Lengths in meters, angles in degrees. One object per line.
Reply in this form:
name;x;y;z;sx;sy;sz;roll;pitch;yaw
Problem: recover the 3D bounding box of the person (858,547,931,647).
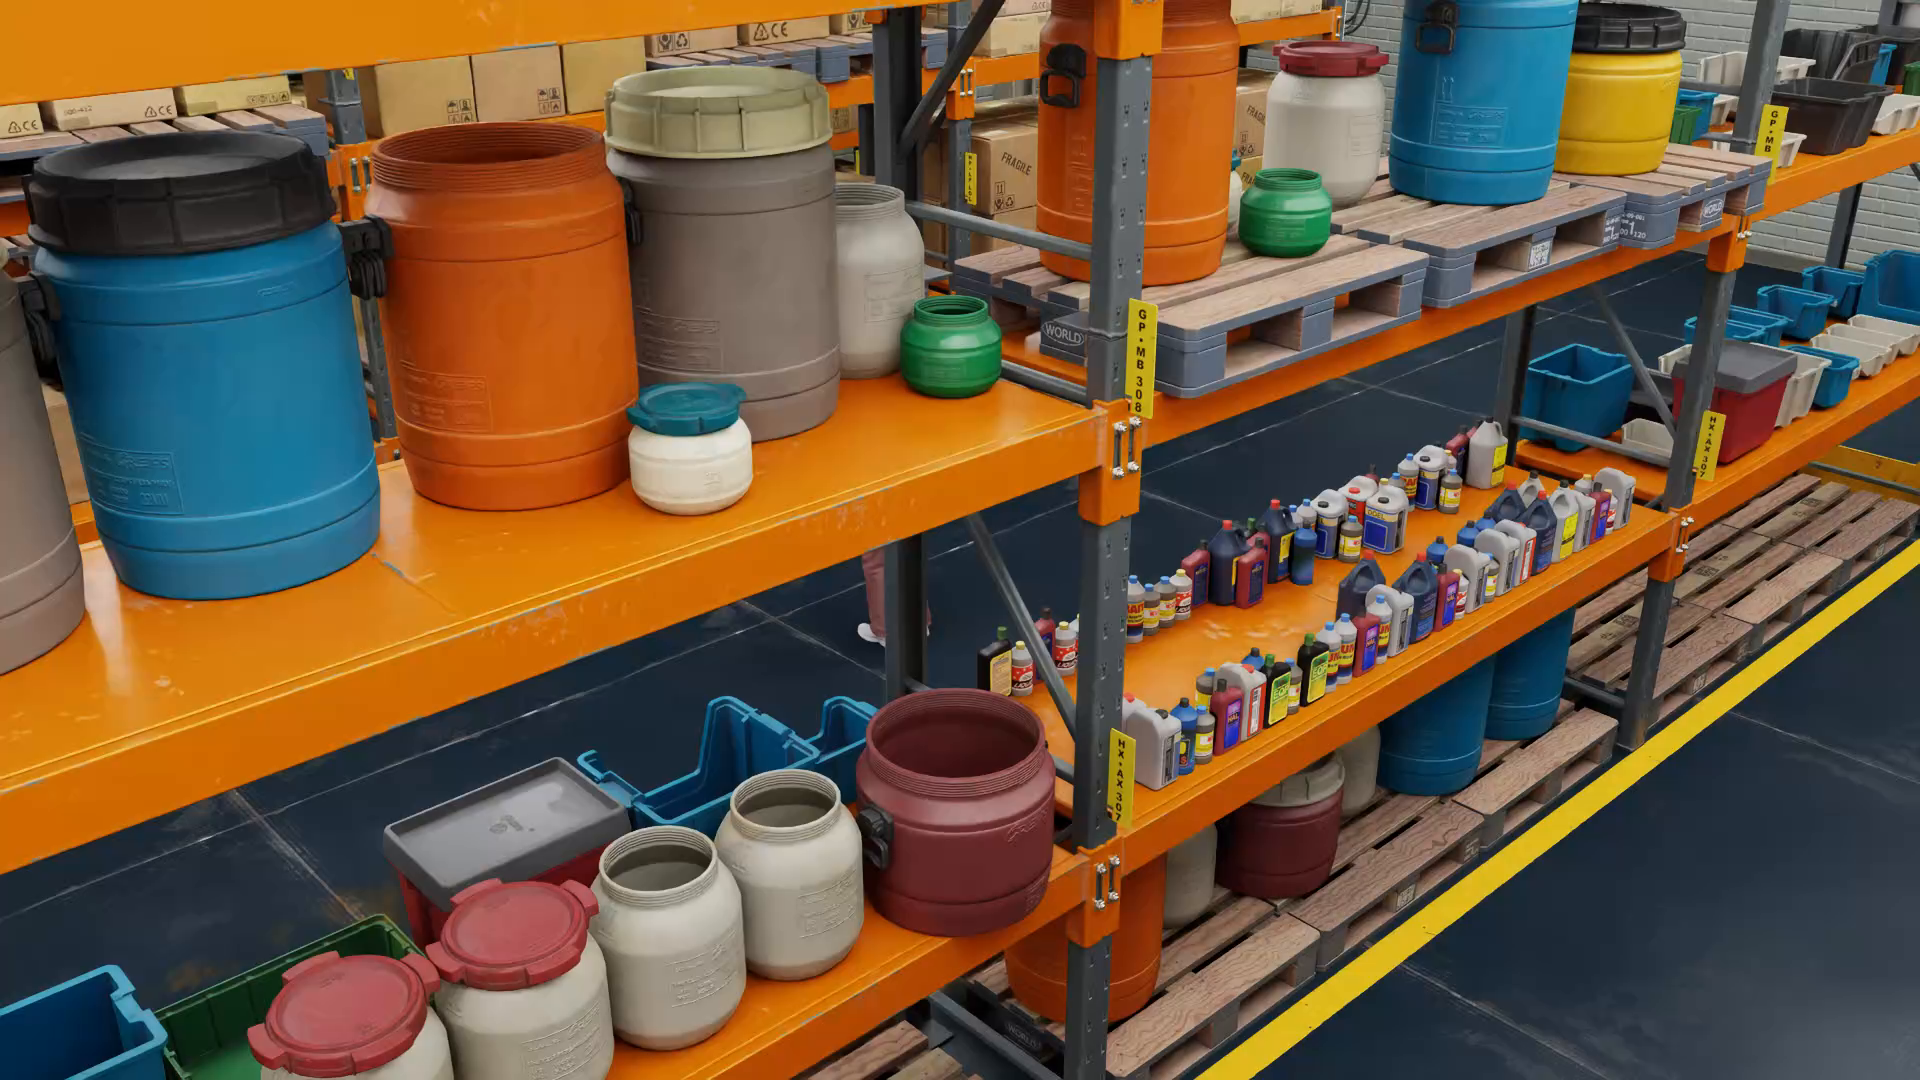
person;-0.396;-0.226;9.119;0.425;1.663;0.553;-20;31;-37
